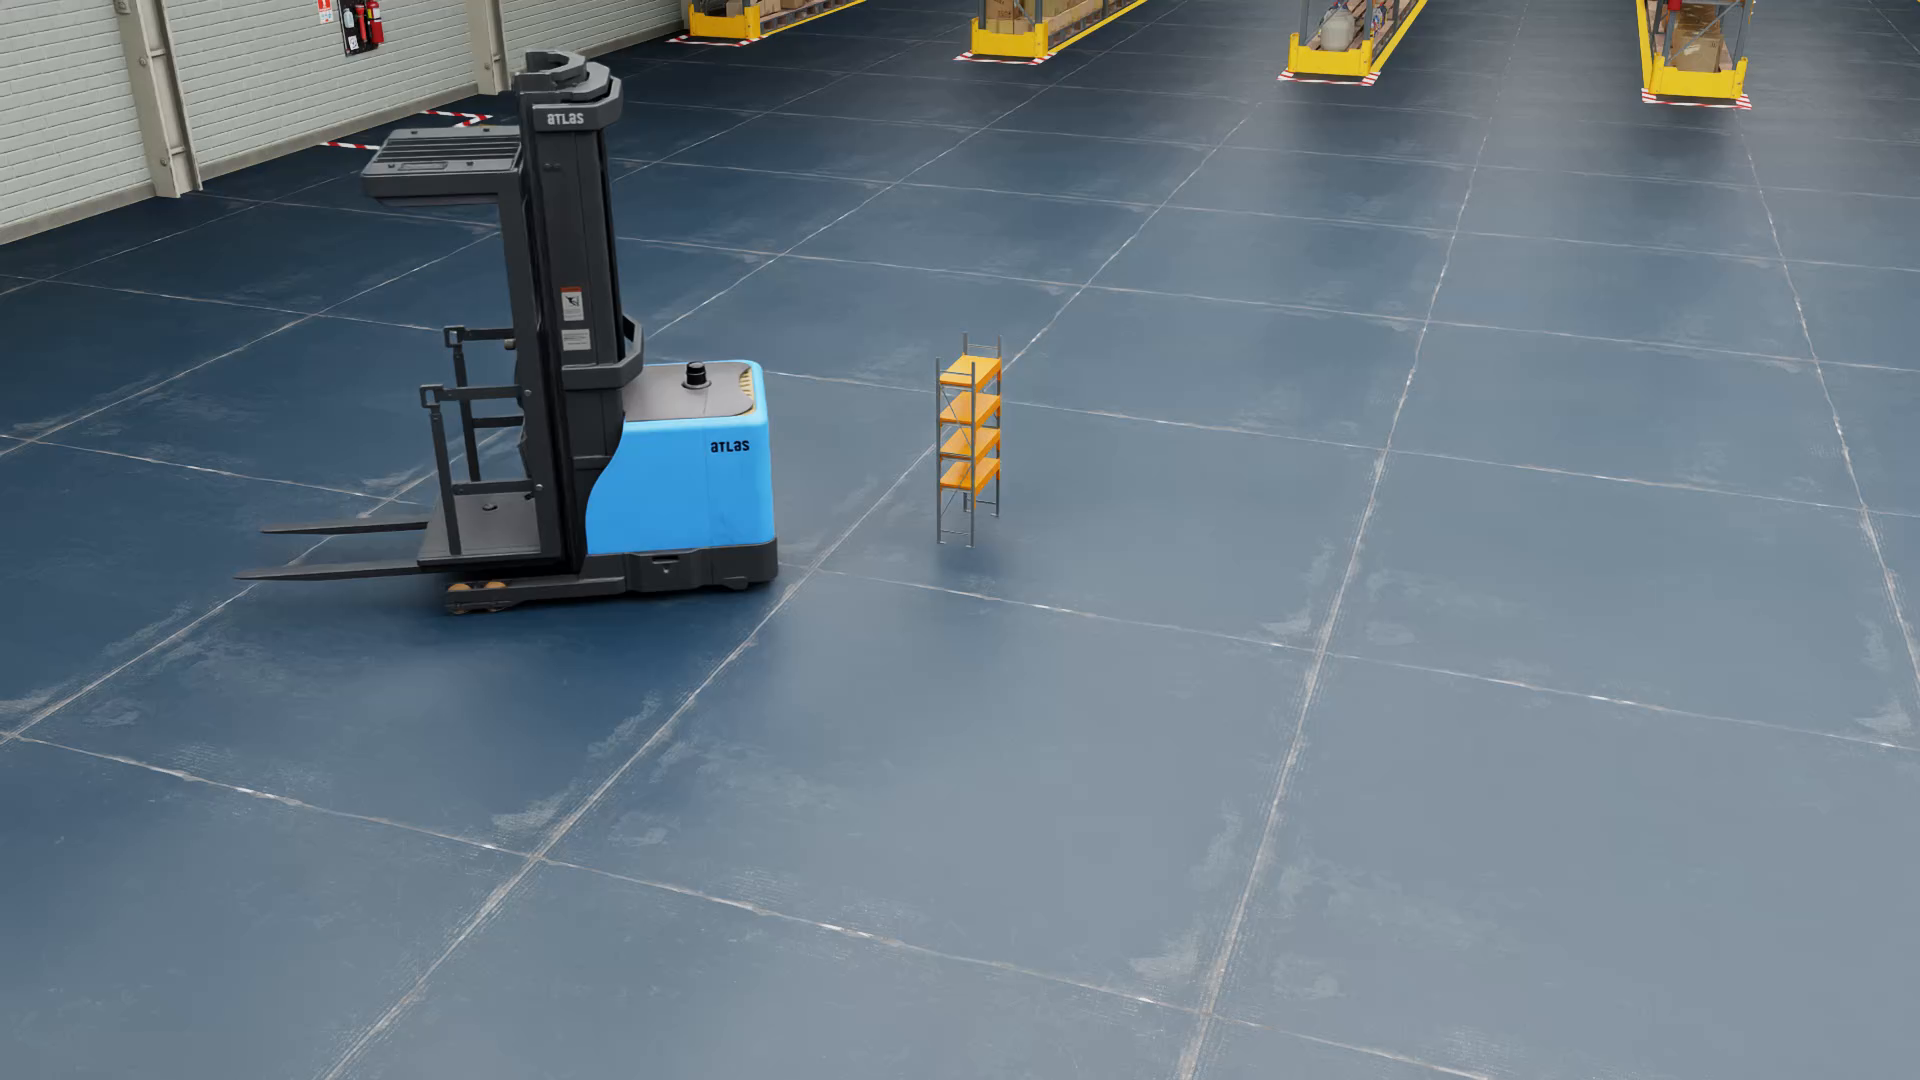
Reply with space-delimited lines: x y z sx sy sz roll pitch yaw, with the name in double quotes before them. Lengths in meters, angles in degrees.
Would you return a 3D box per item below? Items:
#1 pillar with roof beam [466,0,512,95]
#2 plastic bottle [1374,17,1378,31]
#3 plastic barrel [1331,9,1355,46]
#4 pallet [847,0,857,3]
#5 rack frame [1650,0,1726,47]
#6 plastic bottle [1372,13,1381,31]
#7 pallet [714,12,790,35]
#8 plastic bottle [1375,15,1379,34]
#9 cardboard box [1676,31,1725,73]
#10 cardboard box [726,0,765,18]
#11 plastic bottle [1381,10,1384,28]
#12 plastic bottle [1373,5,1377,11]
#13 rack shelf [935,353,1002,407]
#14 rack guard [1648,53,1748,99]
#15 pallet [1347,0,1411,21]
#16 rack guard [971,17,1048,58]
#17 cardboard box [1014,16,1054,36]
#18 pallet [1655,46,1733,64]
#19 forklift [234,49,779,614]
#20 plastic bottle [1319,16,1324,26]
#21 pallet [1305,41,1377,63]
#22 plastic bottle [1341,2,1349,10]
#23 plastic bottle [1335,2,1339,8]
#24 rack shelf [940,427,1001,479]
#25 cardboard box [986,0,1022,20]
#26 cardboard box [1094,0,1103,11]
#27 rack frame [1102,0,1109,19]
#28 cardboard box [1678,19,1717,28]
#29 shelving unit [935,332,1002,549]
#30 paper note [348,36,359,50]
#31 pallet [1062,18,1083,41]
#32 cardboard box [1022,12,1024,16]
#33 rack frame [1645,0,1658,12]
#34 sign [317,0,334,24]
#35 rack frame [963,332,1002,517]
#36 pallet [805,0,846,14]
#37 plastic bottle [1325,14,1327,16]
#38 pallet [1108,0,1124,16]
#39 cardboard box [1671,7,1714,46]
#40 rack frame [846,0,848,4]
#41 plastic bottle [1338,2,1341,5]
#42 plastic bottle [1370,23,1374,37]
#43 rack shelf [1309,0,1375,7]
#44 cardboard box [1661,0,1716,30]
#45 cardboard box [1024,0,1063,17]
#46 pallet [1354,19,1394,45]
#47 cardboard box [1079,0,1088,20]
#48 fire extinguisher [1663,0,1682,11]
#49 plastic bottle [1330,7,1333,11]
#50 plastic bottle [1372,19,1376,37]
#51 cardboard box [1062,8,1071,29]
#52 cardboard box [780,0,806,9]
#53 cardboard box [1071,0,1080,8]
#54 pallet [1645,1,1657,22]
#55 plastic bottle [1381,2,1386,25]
"pillar with roof beam" -2.417 -9.661 19.878 9.100 9.000 0.400 9 27 17
"plastic bottle" 6.490 -8.053 26.067 0.097 0.271 0.097 0 26 0
"plastic barrel" 5.759 -7.758 25.205 0.421 0.512 0.421 0 26 0
"pallet" -2.308 -10.347 31.378 1.003 0.211 1.213 9 27 17
"rack frame" 11.447 -9.127 25.659 1.000 3.000 0.127 9 27 17
"plastic bottle" 6.605 -8.233 26.433 0.152 0.276 0.135 9 27 18
"pallet" -3.568 -8.743 28.065 1.003 0.211 1.213 9 27 17
"plastic bottle" 6.557 -8.137 26.239 0.097 0.271 0.097 0 26 0
"cardboard box" 10.340 -6.801 23.242 0.500 0.500 0.500 14 29 27
"cardboard box" -3.582 -8.897 27.765 0.500 0.311 0.500 6 26 12
"plastic bottle" 6.755 -8.362 26.691 0.061 0.283 0.133 11 28 21
"plastic bottle" 6.698 -8.565 27.034 0.144 0.351 0.185 9 27 17
"rack shelf" 0.055 -0.962 9.958 0.258 0.148 0.480 9 27 17
"rack guard" 10.141 -6.389 22.873 1.175 0.500 0.348 9 27 17
"pallet" 7.405 -9.422 29.467 1.003 0.211 1.213 9 27 17
"rack guard" 0.768 -7.786 25.758 1.175 0.500 0.348 9 27 17
"cardboard box" 1.164 -8.061 26.130 0.500 0.250 0.500 9 27 17
"pallet" 10.853 -7.088 24.647 1.003 0.211 1.213 9 27 17
"forklift" -2.618 -1.149 9.260 3.031 2.935 1.130 -4 26 -8
"plastic bottle" 5.665 -8.046 26.038 0.061 0.283 0.133 9 27 19
"pallet" 5.702 -7.318 25.121 1.003 0.211 1.213 9 27 17
"plastic bottle" 6.252 -8.559 27.019 0.144 0.351 0.185 9 27 17
"plastic bottle" 6.116 -8.579 27.063 0.144 0.351 0.185 10 27 19
"rack shelf" 0.055 -0.548 10.158 0.258 0.148 0.480 9 27 17
"cardboard box" 0.673 -8.474 26.122 0.500 0.500 0.500 9 27 17
"cardboard box" 2.158 -9.294 28.677 0.500 0.250 0.500 9 27 17
"rack frame" 2.107 -10.565 28.629 1.000 3.000 0.127 9 27 17
"cardboard box" 10.732 -7.307 24.285 0.500 0.500 0.500 11 28 22
"shelving unit" 0.055 -0.608 10.129 0.258 1.200 0.503 9 27 17
"paper note" -7.459 -6.116 20.451 0.016 0.148 0.142 9 27 17
"pallet" 1.398 -8.486 27.535 1.003 0.211 1.213 9 27 17
"cardboard box" 0.830 -8.343 26.713 0.500 0.250 0.500 9 27 17
"rack frame" 12.778 -10.771 29.054 1.000 3.000 0.127 9 27 17
"sign" -7.616 -6.379 19.943 0.001 0.329 0.234 9 27 17
"rack frame" 0.136 -0.708 10.336 0.240 1.200 0.015 9 27 17
"pallet" -2.756 -9.746 30.136 1.003 0.211 1.213 9 27 17
"plastic bottle" 5.799 -8.149 26.258 0.152 0.276 0.135 8 27 16
"pallet" 2.315 -9.619 29.873 1.003 0.211 1.213 9 27 17
"cardboard box" 11.093 -7.796 25.296 0.500 0.500 0.500 19 32 34
"rack frame" -2.566 -11.282 30.109 1.000 3.000 0.127 9 27 17
"plastic bottle" 6.257 -8.748 27.502 0.097 0.271 0.097 0 26 0
"plastic bottle" 6.342 -7.871 25.691 0.097 0.271 0.097 0 26 0
"rack shelf" 6.111 -8.700 25.601 1.077 0.370 4.000 9 27 17
"cardboard box" 11.672 -8.449 26.622 0.700 0.500 0.500 7 27 13
"cardboard box" 1.328 -8.604 26.391 0.500 0.500 0.500 9 27 17
"pallet" 6.514 -8.320 27.192 1.003 0.211 1.213 9 27 17
"cardboard box" 1.830 -8.883 27.827 0.500 0.250 0.500 9 27 17
"fire extinguisher" 9.643 -7.468 22.321 0.296 0.674 0.183 9 27 17
"plastic bottle" 5.912 -8.327 26.542 0.144 0.351 0.185 9 27 17
"plastic bottle" 6.435 -7.967 25.875 0.061 0.283 0.133 9 27 18
"cardboard box" 1.493 -8.472 26.980 0.500 0.250 0.500 9 27 17
"cardboard box" -3.101 -9.511 28.815 0.700 0.500 0.500 7 27 14
"cardboard box" 1.665 -9.014 27.239 0.500 0.500 0.500 9 27 17
"pallet" 12.517 -9.195 28.998 1.003 0.211 1.213 9 27 17
"plastic bottle" 6.834 -8.545 26.990 0.144 0.351 0.185 8 27 16
